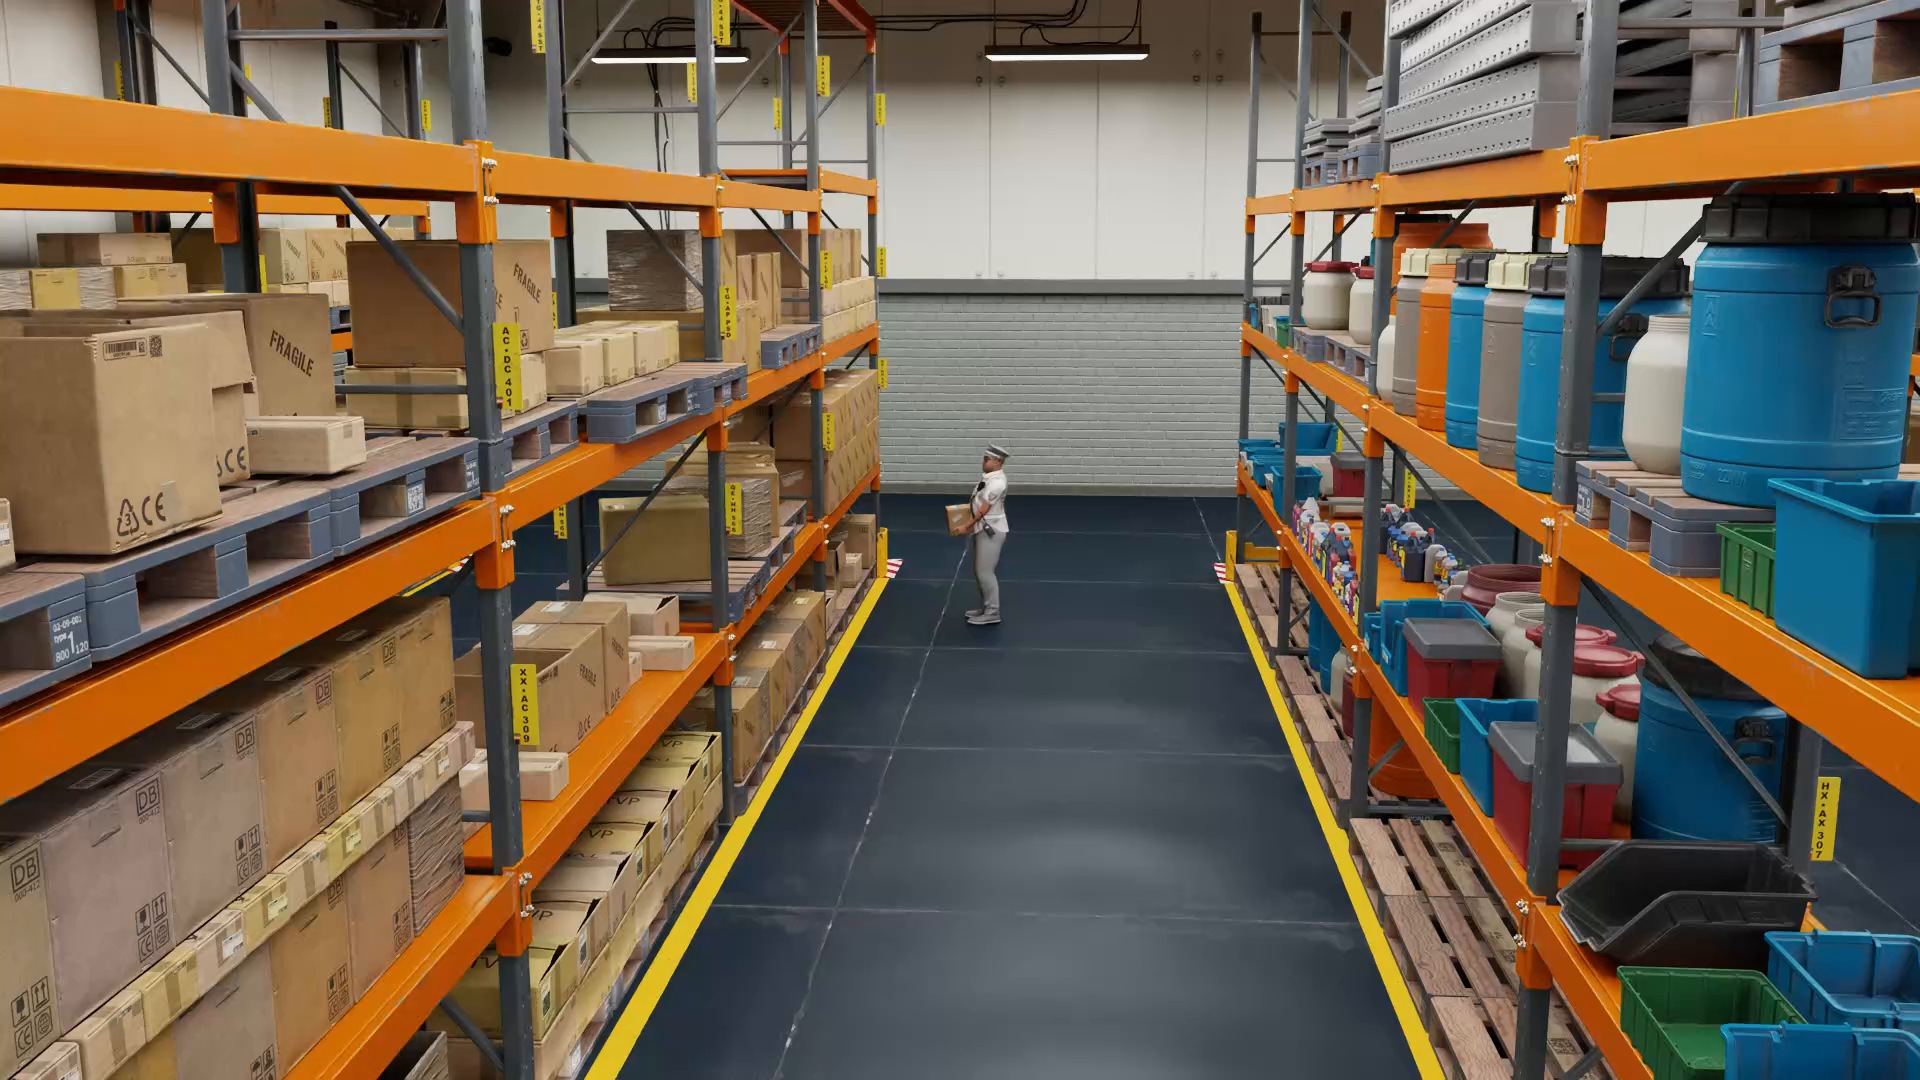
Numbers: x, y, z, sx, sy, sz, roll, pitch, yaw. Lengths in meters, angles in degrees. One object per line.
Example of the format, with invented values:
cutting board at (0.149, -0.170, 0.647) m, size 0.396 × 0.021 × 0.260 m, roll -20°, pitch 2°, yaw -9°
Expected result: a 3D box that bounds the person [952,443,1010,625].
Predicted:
person at (0.196, -0.070, 16.236) m, size 0.573 × 1.762 × 0.493 m, roll -1°, pitch 11°, yaw -6°
